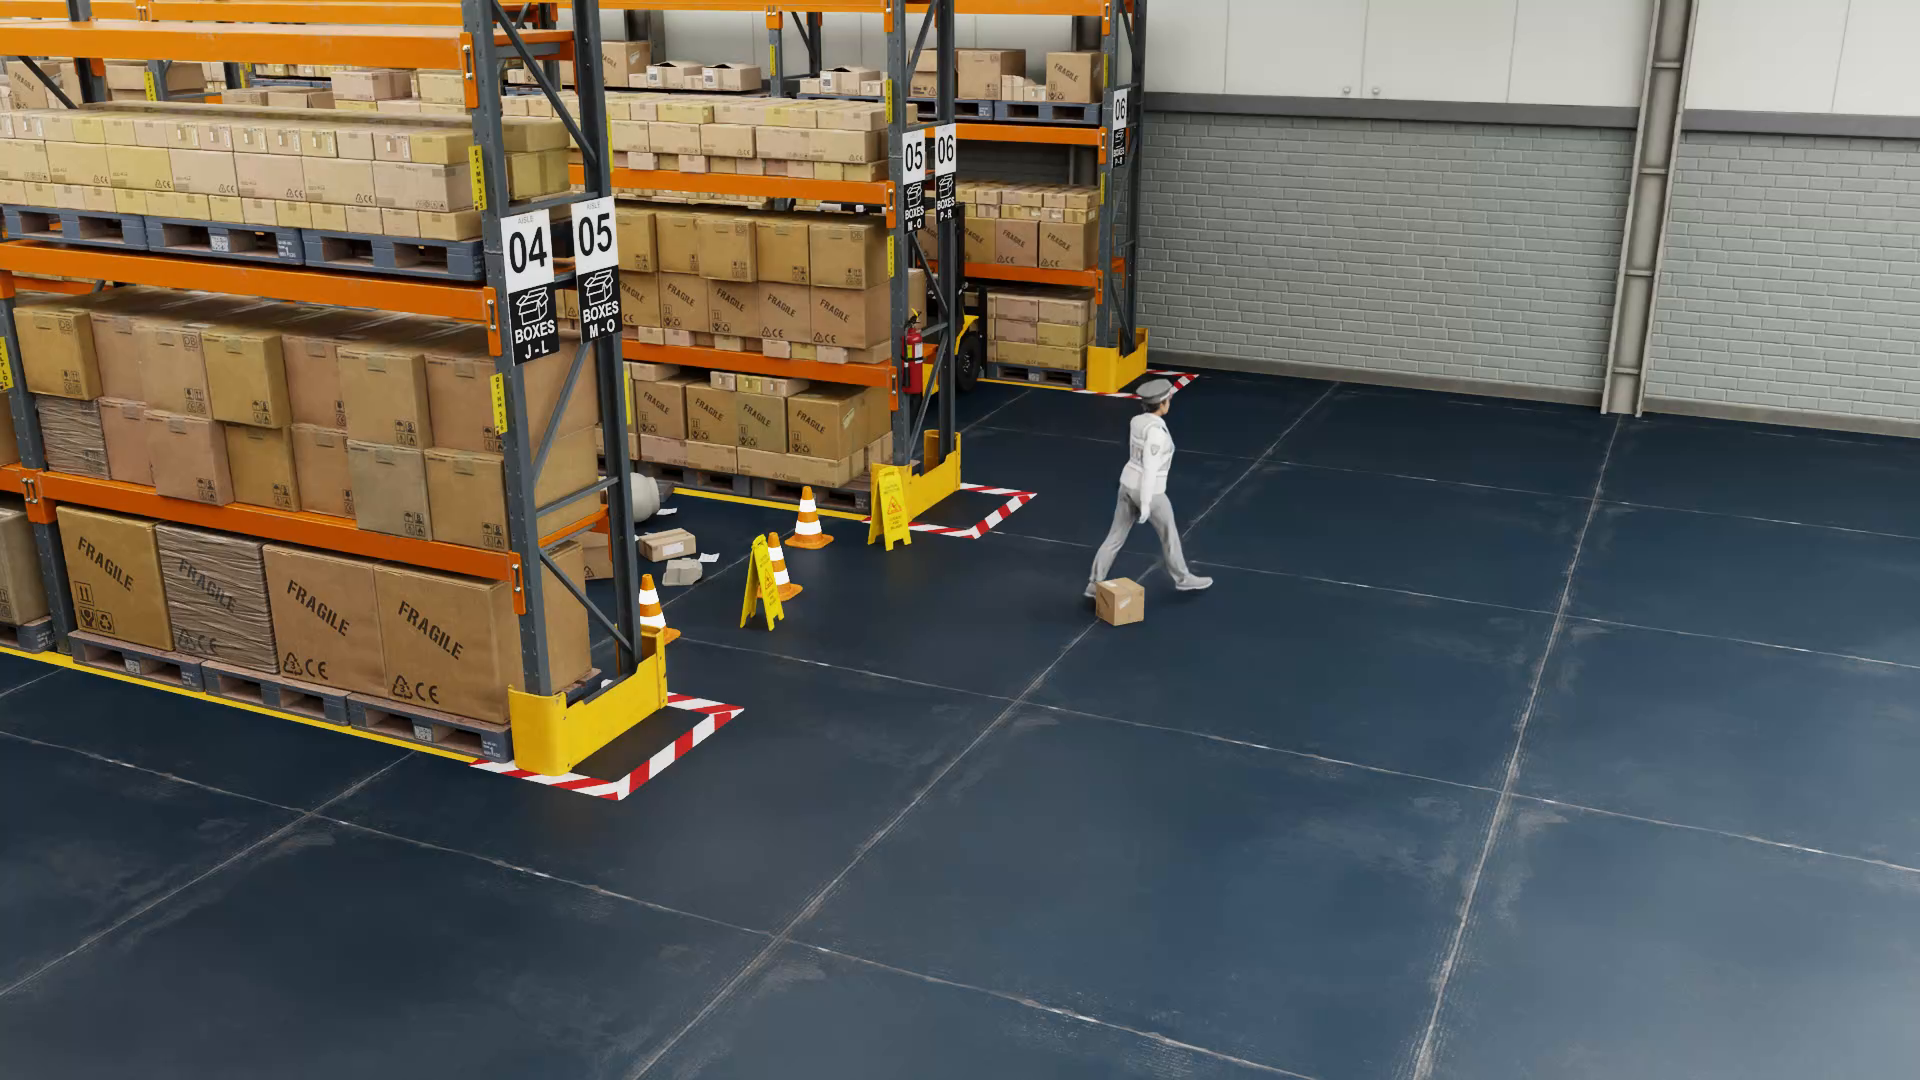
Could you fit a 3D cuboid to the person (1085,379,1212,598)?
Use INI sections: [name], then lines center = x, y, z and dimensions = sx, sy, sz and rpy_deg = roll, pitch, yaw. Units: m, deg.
[person]
center = 1.380, -0.384, 12.120
dimensions = 1.002, 1.607, 0.510
rpy_deg = -9, 21, -24
